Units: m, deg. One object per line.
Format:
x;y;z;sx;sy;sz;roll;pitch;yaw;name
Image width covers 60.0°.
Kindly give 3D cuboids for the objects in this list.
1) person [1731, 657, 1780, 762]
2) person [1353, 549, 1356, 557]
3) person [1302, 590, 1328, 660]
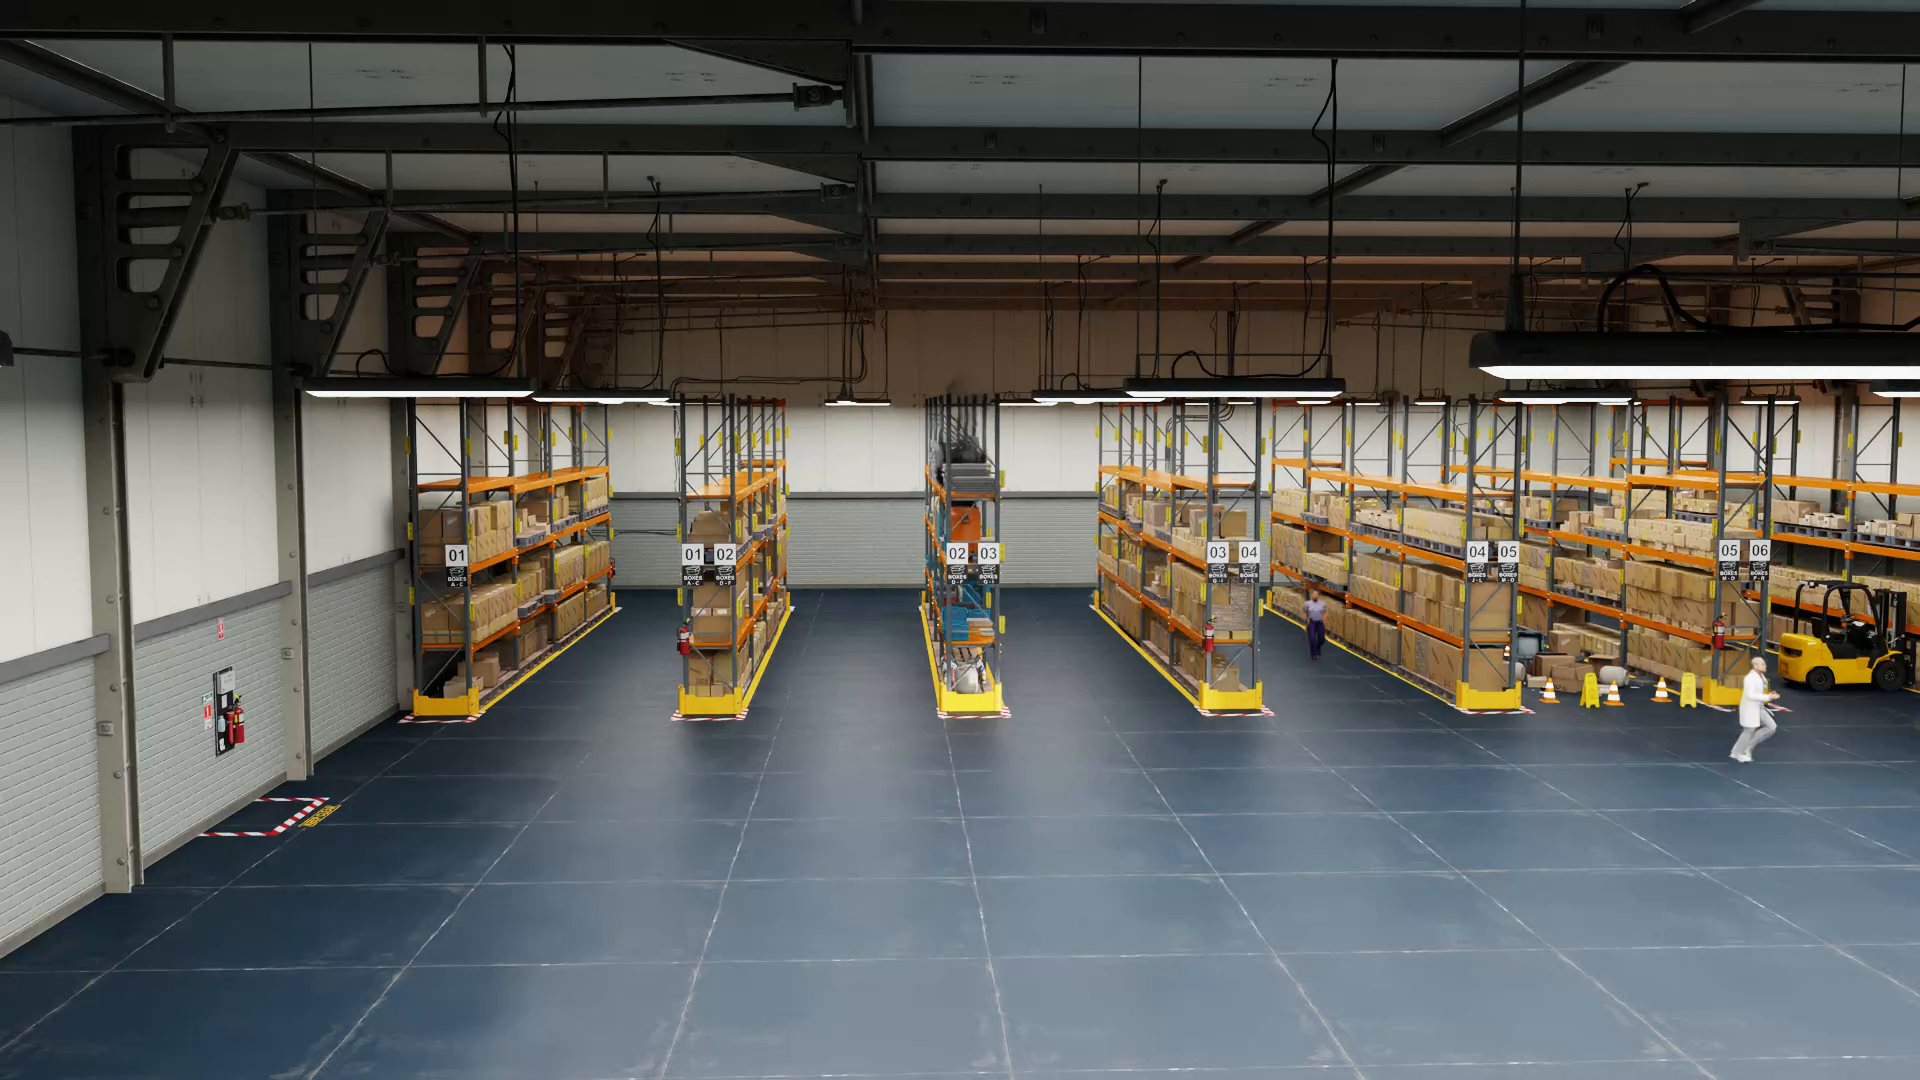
12.795;2.734;26.735;0.759;1.727;0.794;-4;6;-41;person
11.252;1.131;47.620;0.631;1.748;1.134;-2;5;-20;person
8.081;1.935;37.835;0.586;1.601;0.543;0;5;4;person
